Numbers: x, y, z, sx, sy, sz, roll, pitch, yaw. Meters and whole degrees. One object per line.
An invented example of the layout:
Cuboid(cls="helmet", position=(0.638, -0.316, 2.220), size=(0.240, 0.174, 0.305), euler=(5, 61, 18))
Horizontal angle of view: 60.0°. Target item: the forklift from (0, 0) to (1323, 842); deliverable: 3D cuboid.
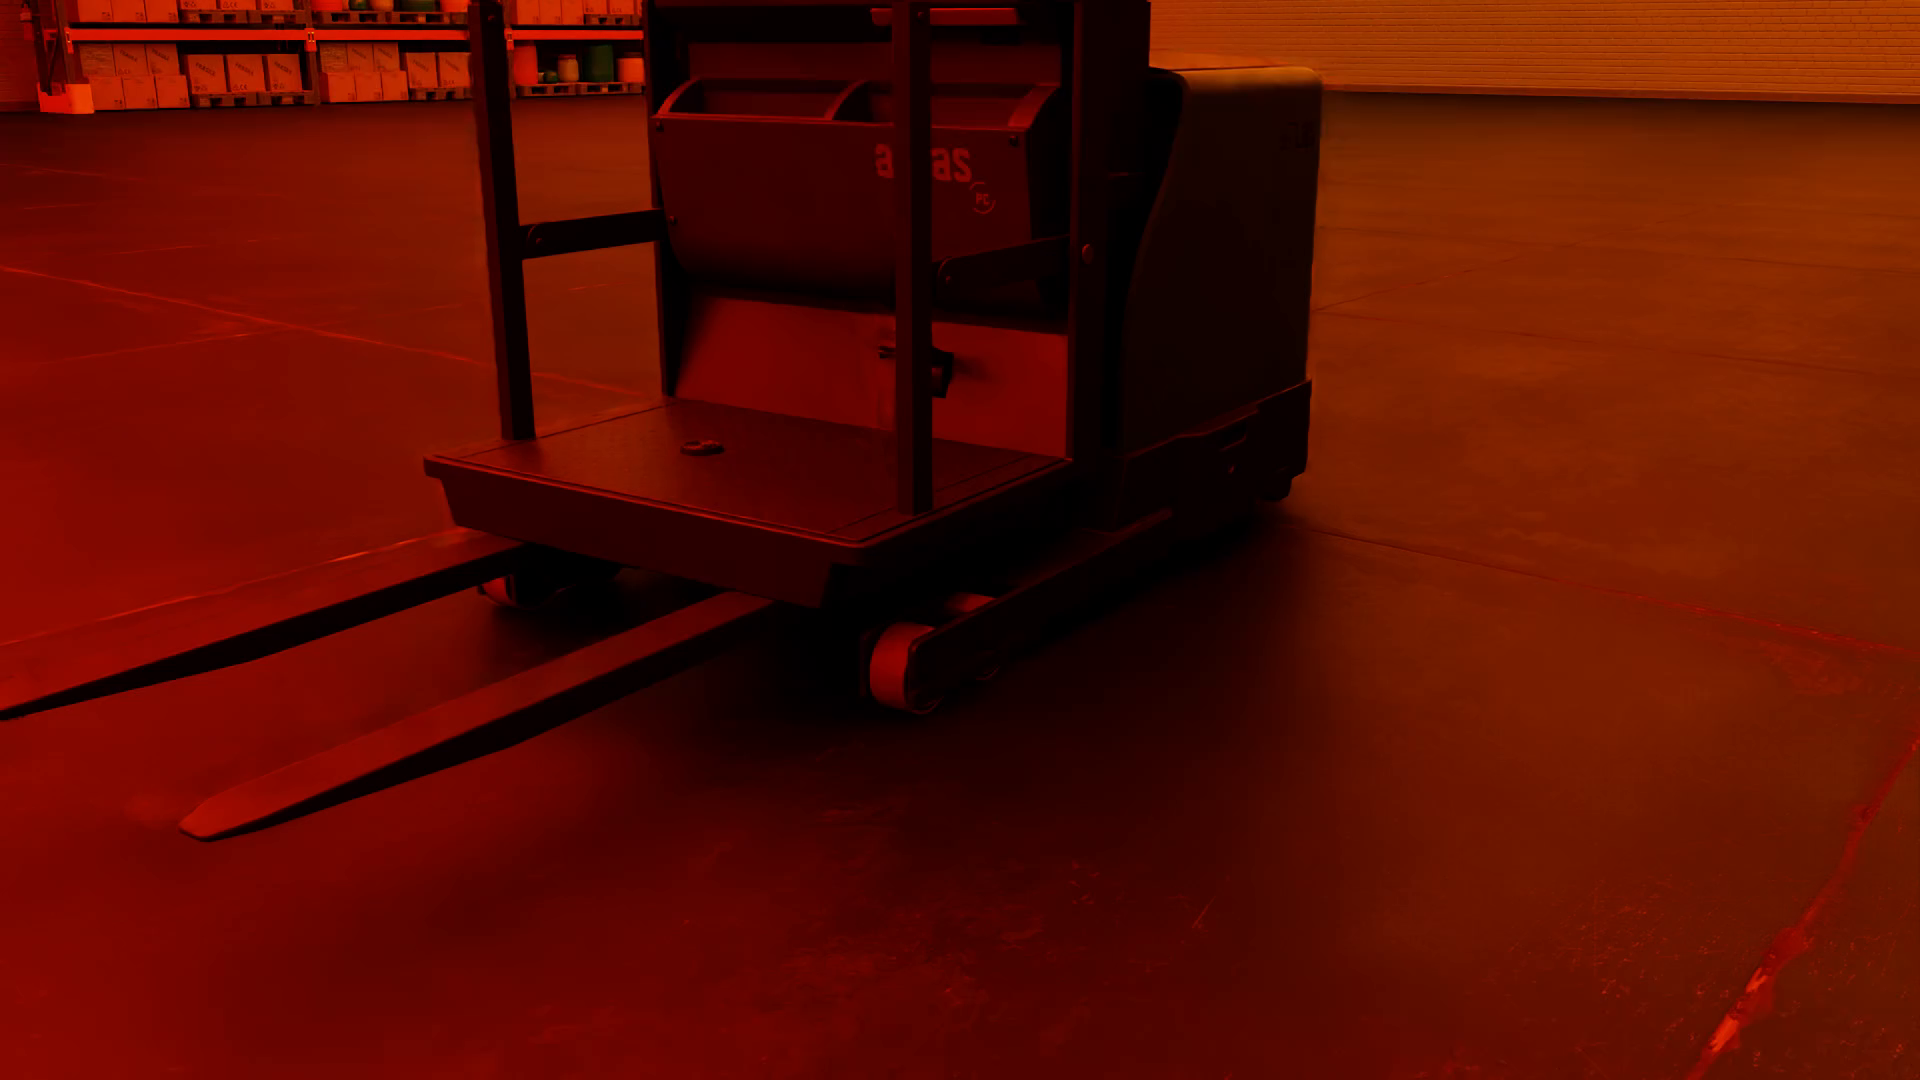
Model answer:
Cuboid(cls="forklift", position=(-0.342, -1.250, 3.014), size=(1.130, 2.935, 3.031), euler=(11, 20, 32))
